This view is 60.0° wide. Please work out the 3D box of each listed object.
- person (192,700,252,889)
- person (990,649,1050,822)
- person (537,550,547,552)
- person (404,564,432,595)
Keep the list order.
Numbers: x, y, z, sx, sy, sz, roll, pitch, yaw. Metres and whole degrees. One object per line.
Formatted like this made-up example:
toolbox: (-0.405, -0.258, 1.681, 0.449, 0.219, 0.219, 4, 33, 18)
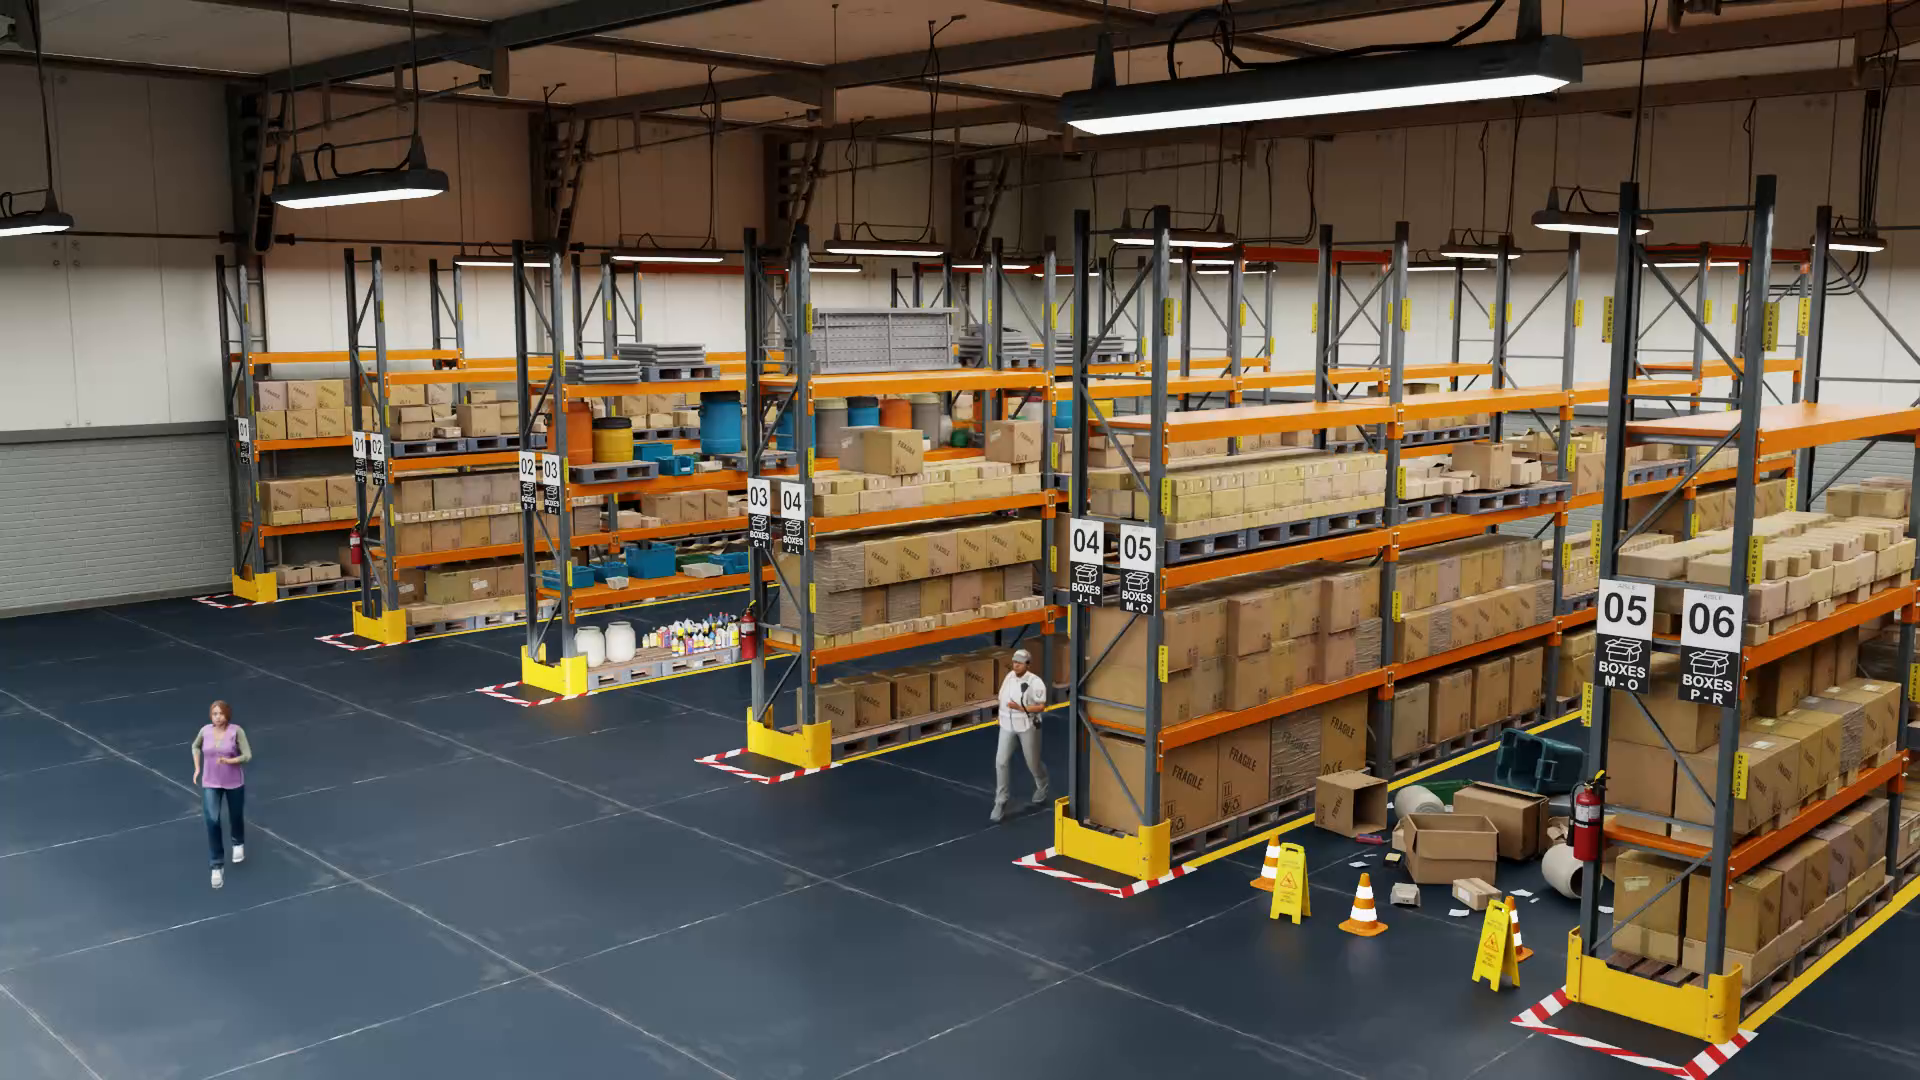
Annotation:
person: (-6.666, 2.242, 15.053, 0.516, 1.632, 0.759, -3, 9, -19)
person: (0.620, 1.945, 16.926, 0.591, 1.695, 0.857, 4, 9, 29)
person: (-7.321, 0.125, 29.594, 0.711, 1.743, 0.756, 6, 10, 36)
person: (-9.190, 0.391, 28.128, 0.606, 1.600, 0.557, 6, 10, 36)
